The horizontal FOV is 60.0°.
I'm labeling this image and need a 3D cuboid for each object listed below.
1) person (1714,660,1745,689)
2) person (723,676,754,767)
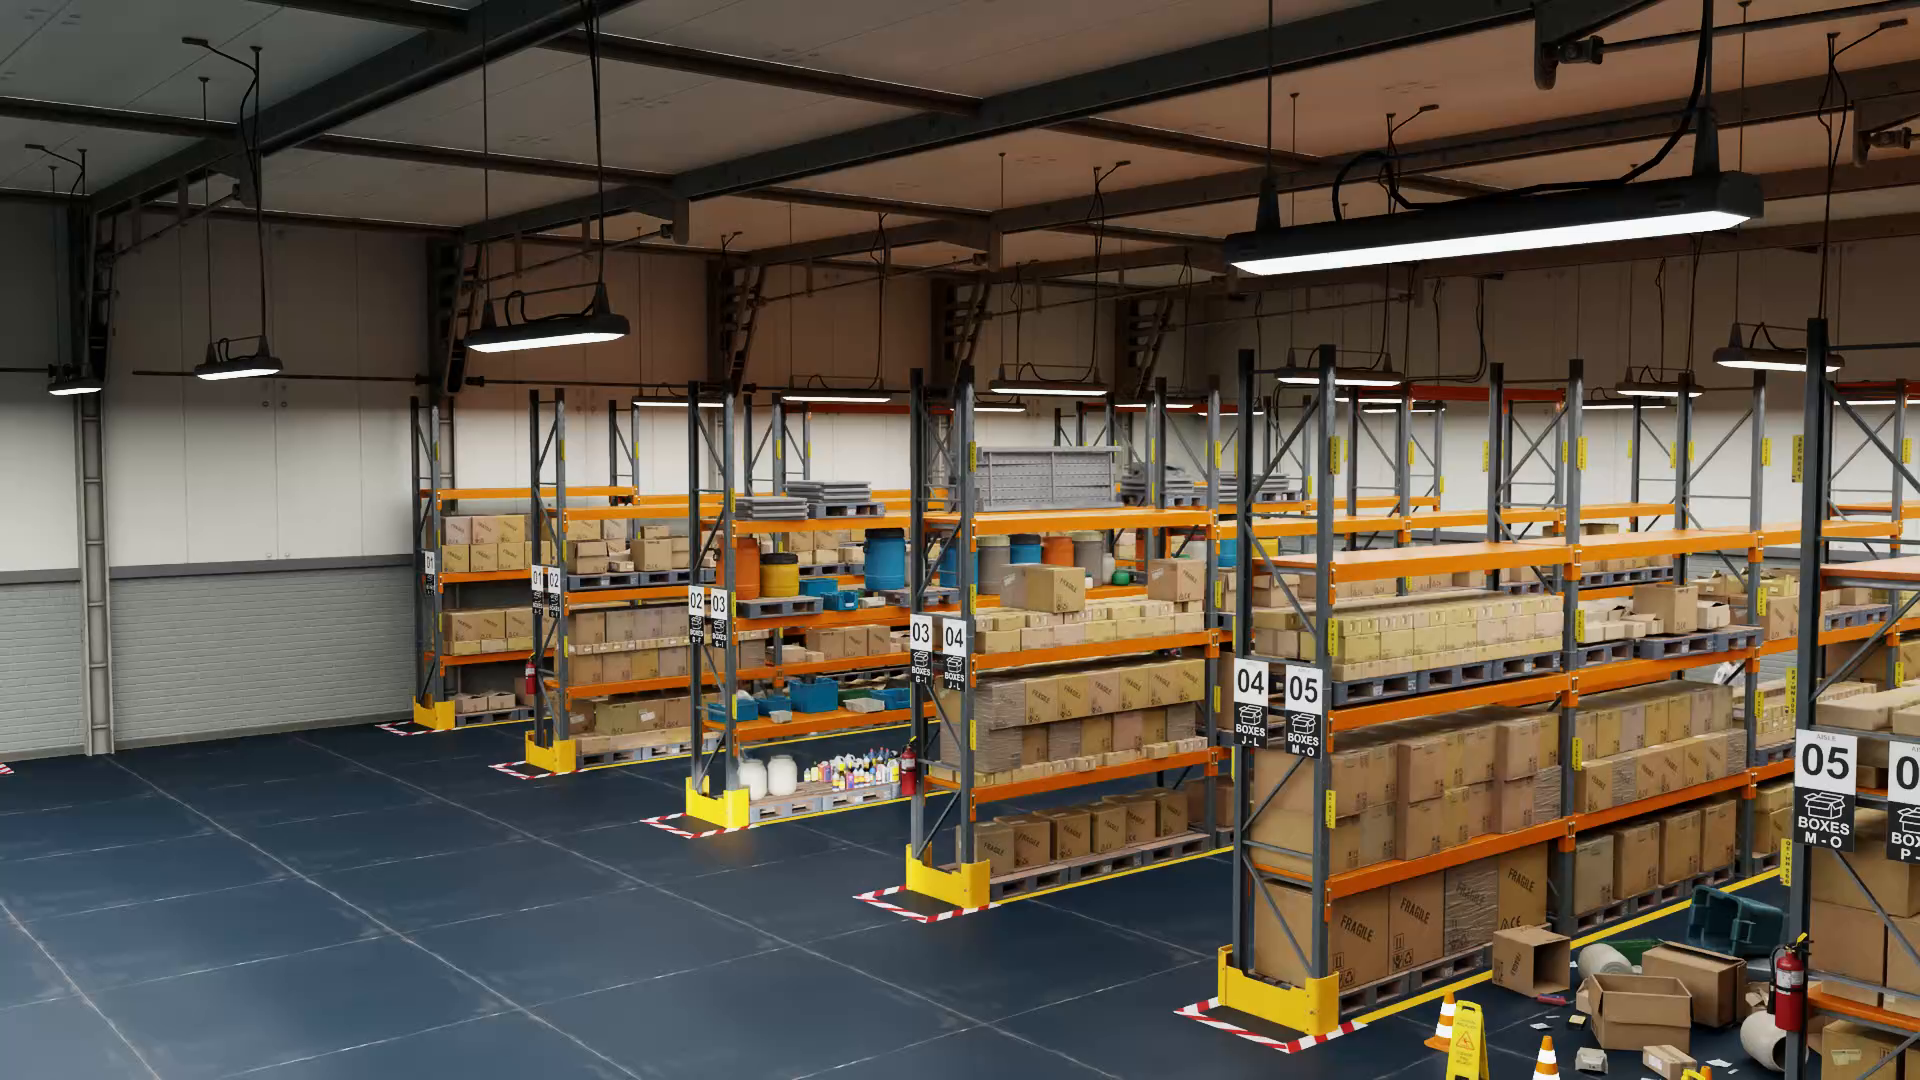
[{"bbox_3d":[13.371,2.683,28.895,0.677,1.624,0.593,-1,4,-17],"label":"person"},{"bbox_3d":[-3.457,2.867,25.559,0.538,1.566,0.577,2,4,29],"label":"person"}]
